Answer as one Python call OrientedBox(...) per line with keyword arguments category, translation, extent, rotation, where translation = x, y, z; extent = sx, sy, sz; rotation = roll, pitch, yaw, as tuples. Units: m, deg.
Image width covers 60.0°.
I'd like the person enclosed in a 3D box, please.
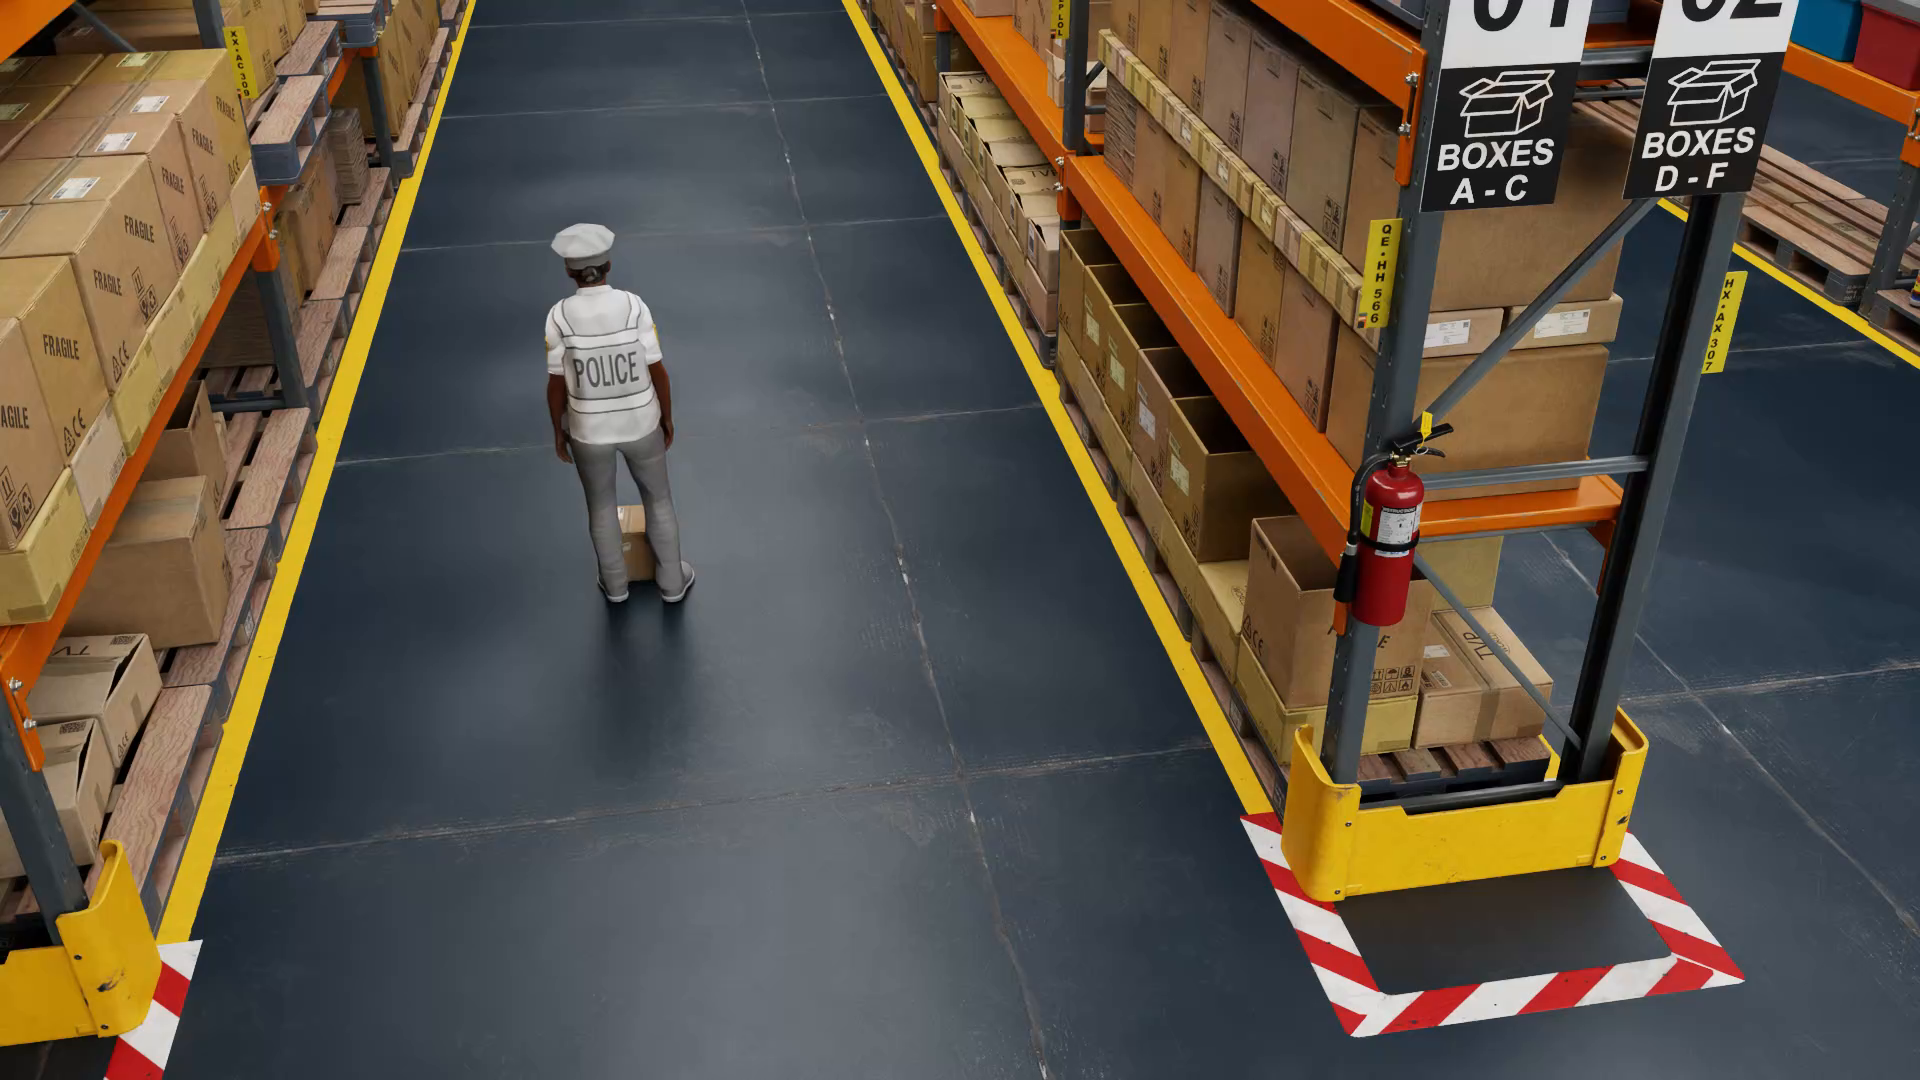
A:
OrientedBox(category="person", translation=(-1.434, -0.481, 6.934), extent=(0.529, 1.663, 0.419), rotation=(-7, 32, -11))
